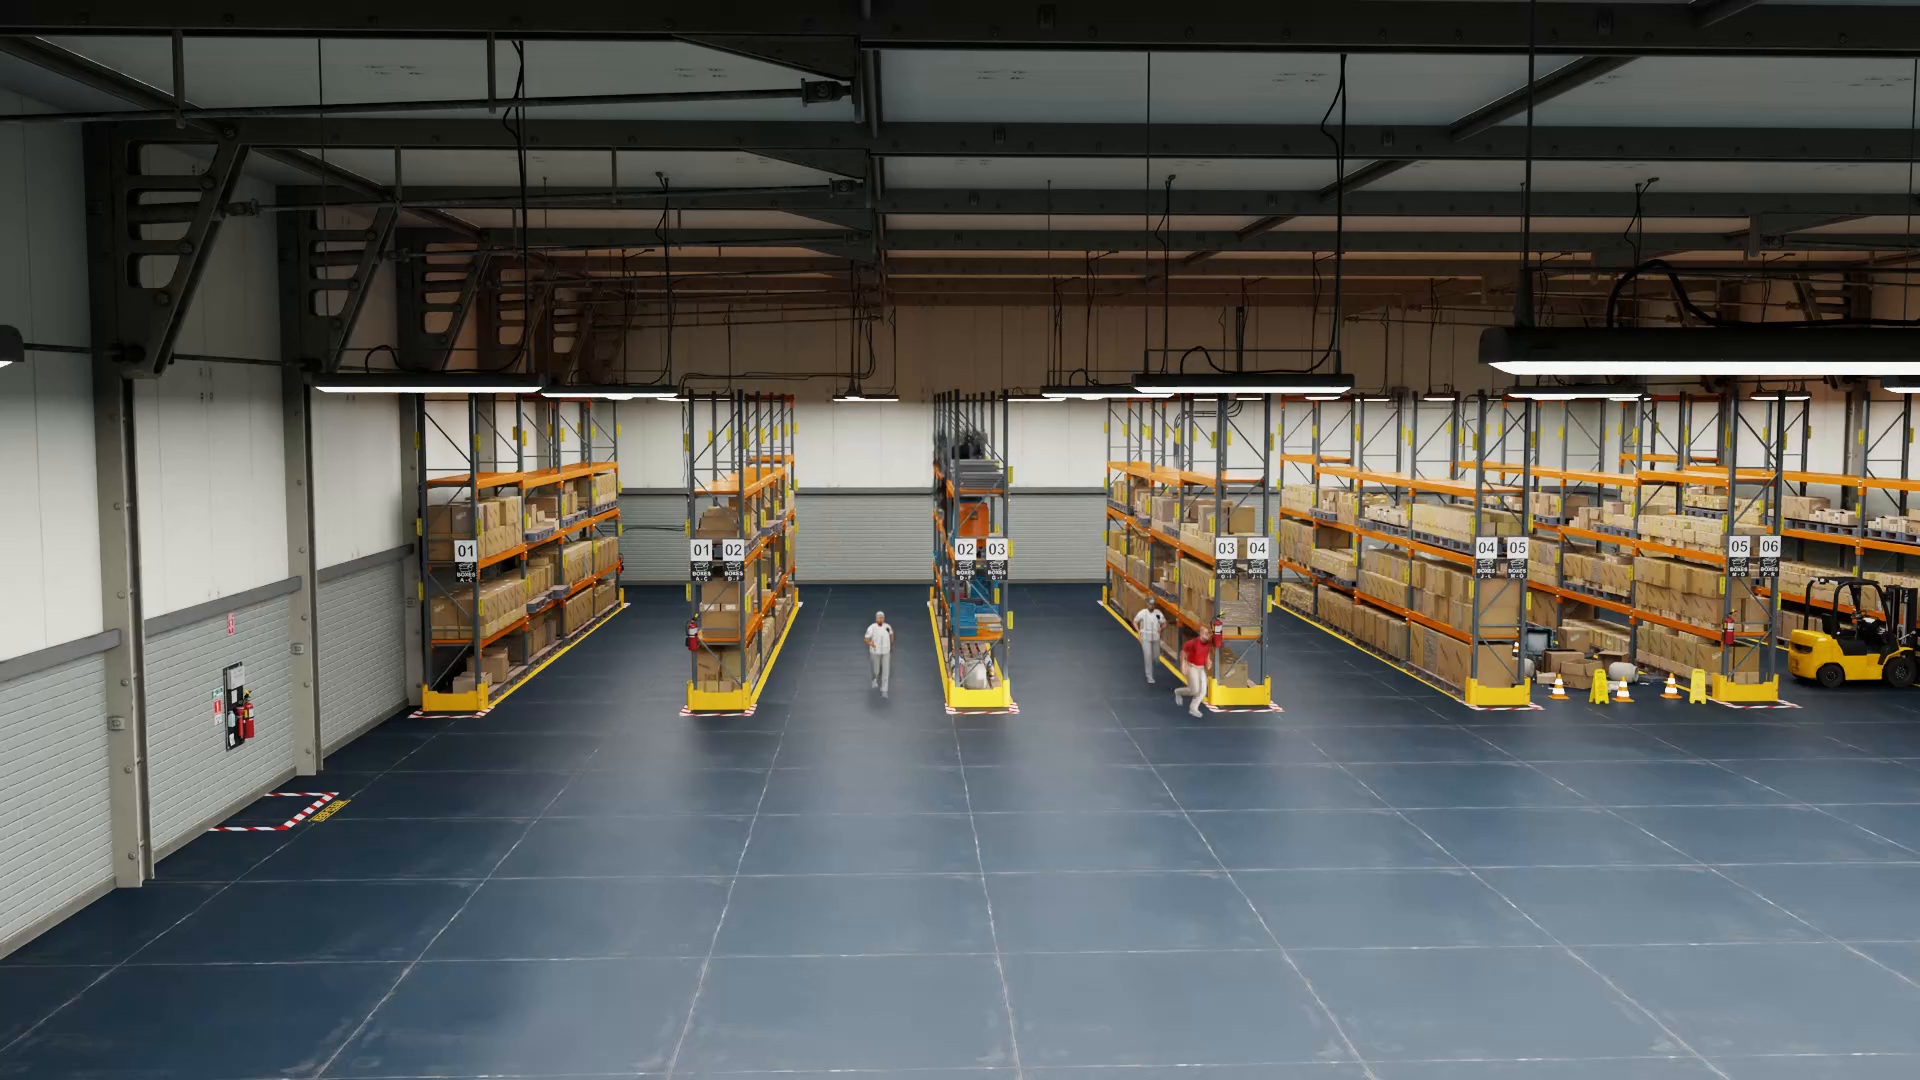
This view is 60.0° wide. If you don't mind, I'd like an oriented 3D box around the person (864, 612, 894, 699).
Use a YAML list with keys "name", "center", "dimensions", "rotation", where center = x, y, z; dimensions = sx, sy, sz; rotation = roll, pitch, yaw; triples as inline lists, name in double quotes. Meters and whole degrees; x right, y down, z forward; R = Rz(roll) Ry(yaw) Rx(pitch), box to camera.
- name: "person"
  center: [-1.585, 2.233, 32.710]
  dimensions: [0.594, 1.665, 0.900]
  rotation: [-1, 5, -12]

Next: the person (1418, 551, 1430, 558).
- name: "person"
  center: [13.801, 0.847, 49.328]
  dimensions: [0.607, 1.715, 0.731]
  rotation: [0, 5, 5]

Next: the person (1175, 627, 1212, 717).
- name: "person"
  center: [4.311, 2.405, 30.707]
  dimensions: [0.650, 1.659, 0.761]
  rotation: [-4, 6, -43]

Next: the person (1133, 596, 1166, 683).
- name: "person"
  center: [3.940, 2.035, 34.363]
  dimensions: [0.684, 1.765, 0.806]
  rotation: [-1, 5, -9]

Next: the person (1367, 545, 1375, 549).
- name: "person"
  center: [11.445, 1.025, 46.358]
  dimensions: [0.687, 1.766, 1.002]
  rotation: [-1, 5, -15]
